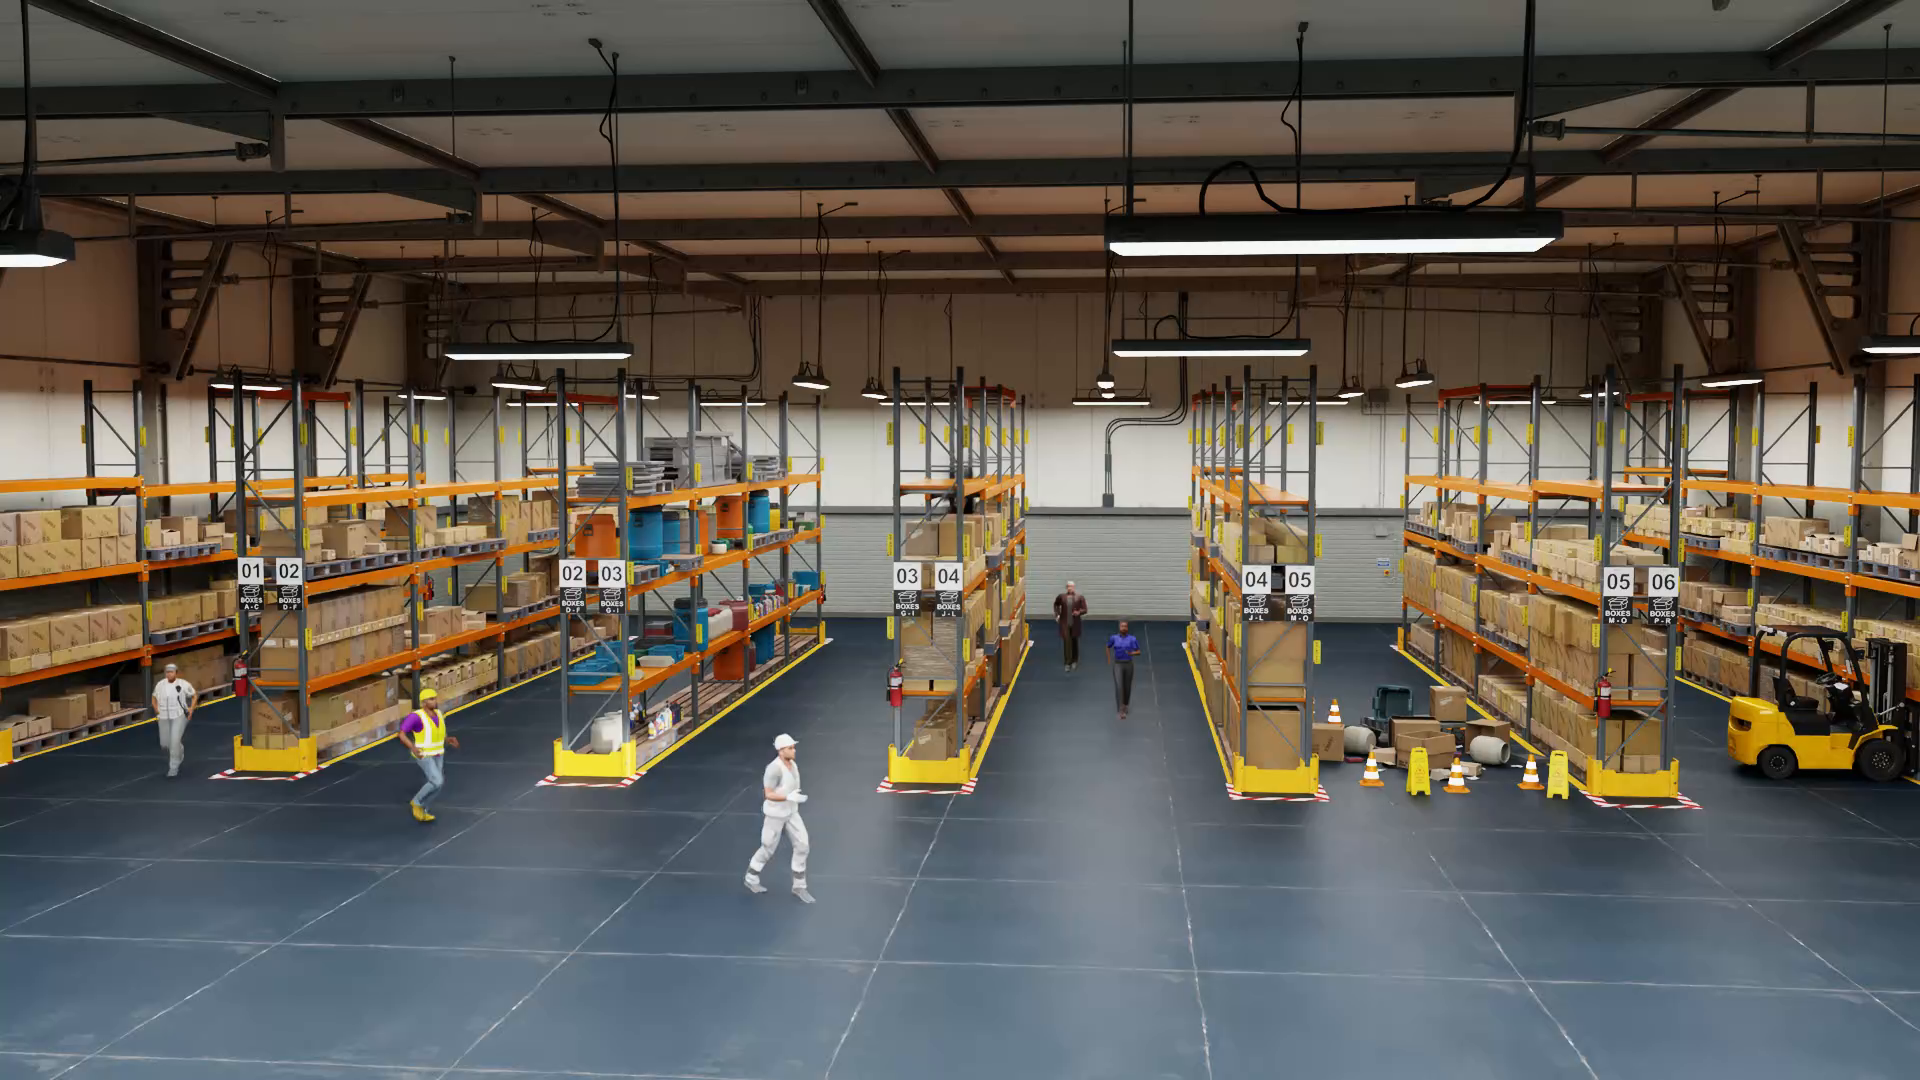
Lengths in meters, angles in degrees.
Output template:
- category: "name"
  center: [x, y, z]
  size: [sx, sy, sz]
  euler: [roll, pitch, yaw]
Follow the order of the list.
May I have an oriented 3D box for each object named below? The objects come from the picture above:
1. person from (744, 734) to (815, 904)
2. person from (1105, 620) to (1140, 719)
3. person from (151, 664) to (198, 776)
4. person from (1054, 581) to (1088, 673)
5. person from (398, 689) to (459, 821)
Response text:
- category: "person"
  center: [-1.944, 2.993, 17.899]
  size: [0.865, 1.832, 0.592]
  euler: [2, 4, 33]
- category: "person"
  center: [2.800, 2.212, 28.549]
  size: [0.579, 1.672, 0.931]
  euler: [0, 4, 1]
- category: "person"
  center: [-11.731, 2.660, 24.813]
  size: [0.644, 1.655, 0.680]
  euler: [0, 4, -4]
- category: "person"
  center: [2.226, 1.746, 33.593]
  size: [0.705, 1.831, 0.877]
  euler: [0, 4, 7]
- category: "person"
  center: [-6.846, 2.787, 21.556]
  size: [0.591, 1.720, 0.676]
  euler: [2, 4, 24]
